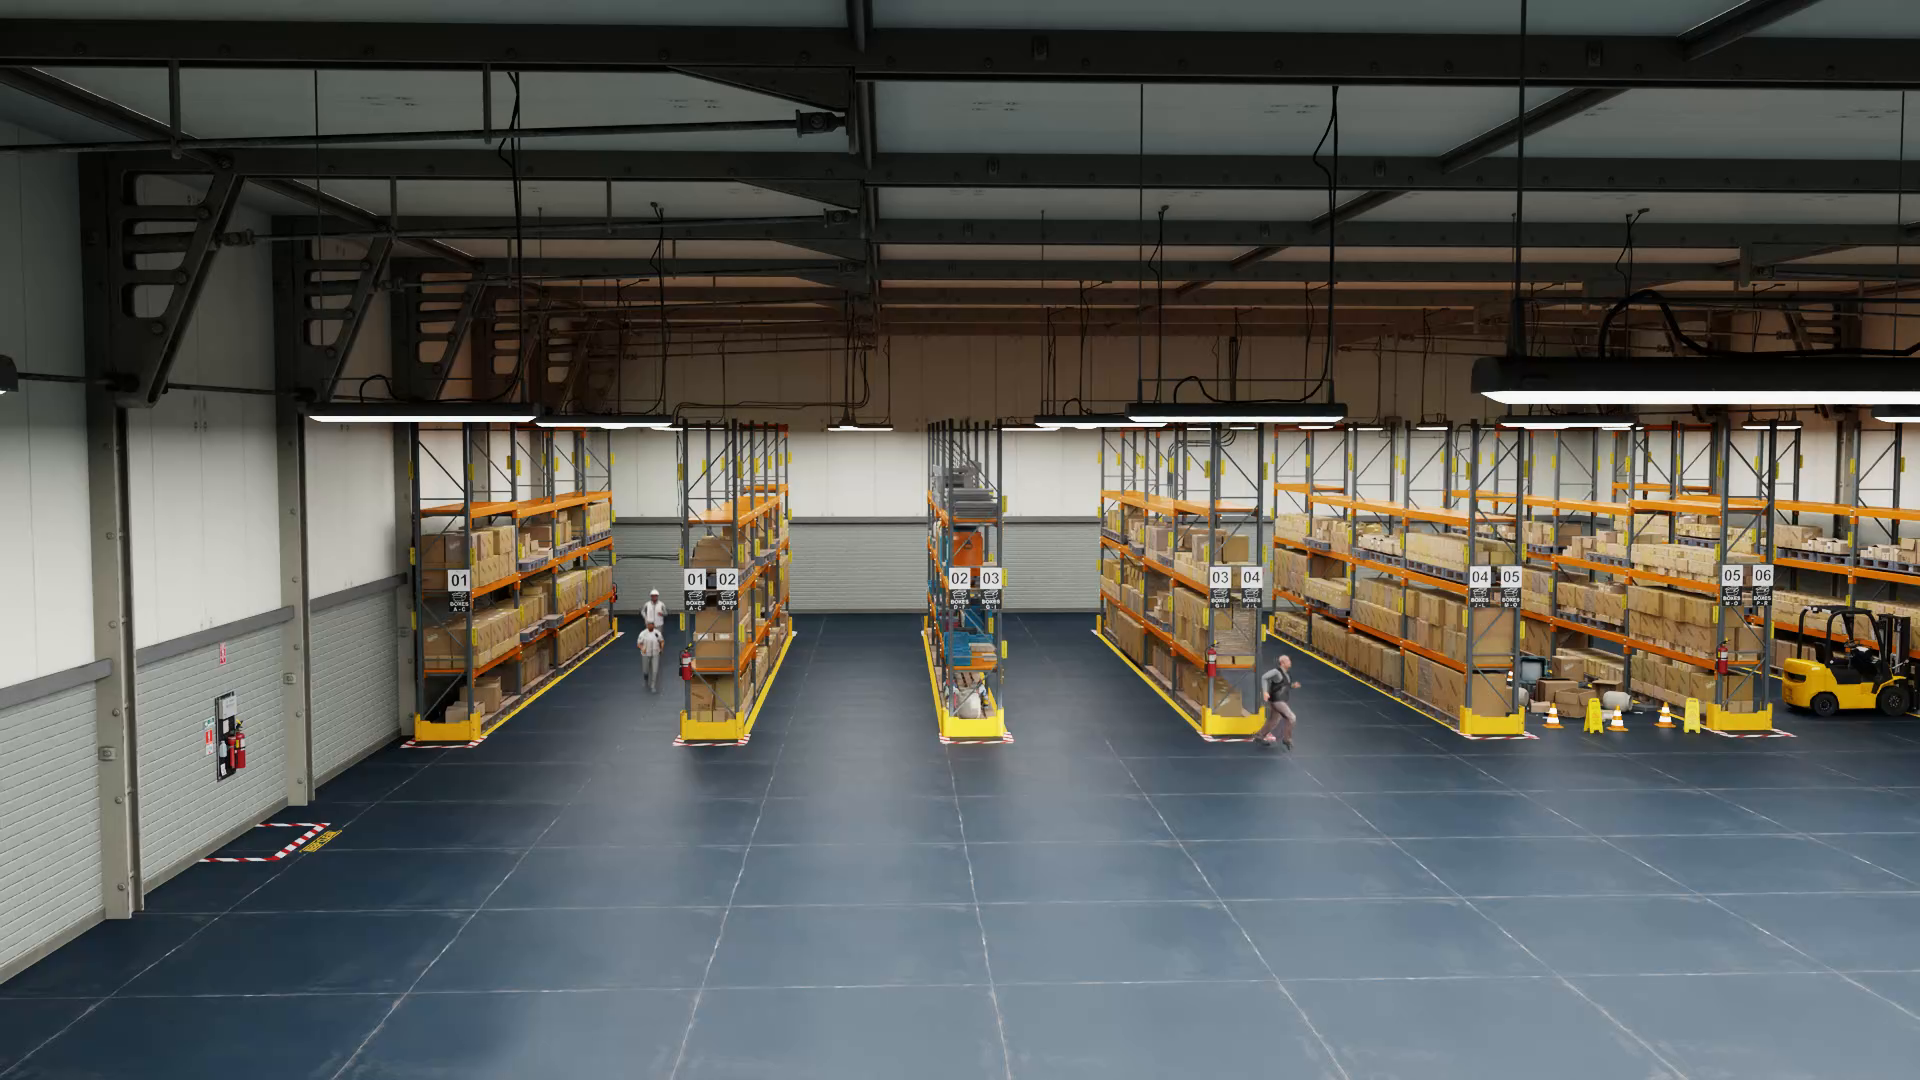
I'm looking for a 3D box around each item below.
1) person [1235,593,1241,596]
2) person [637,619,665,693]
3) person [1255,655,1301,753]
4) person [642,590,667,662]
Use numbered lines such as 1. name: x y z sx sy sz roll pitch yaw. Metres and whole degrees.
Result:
1. person: 8.134 1.742 48.198 0.858 1.795 0.723 -3 5 -40
2. person: -6.848 2.553 36.865 0.590 1.618 0.632 -1 4 -15
3. person: 5.726 2.955 30.001 0.847 1.748 0.679 2 4 31
4. person: -7.680 2.170 41.817 0.638 1.820 0.706 -1 4 -11
